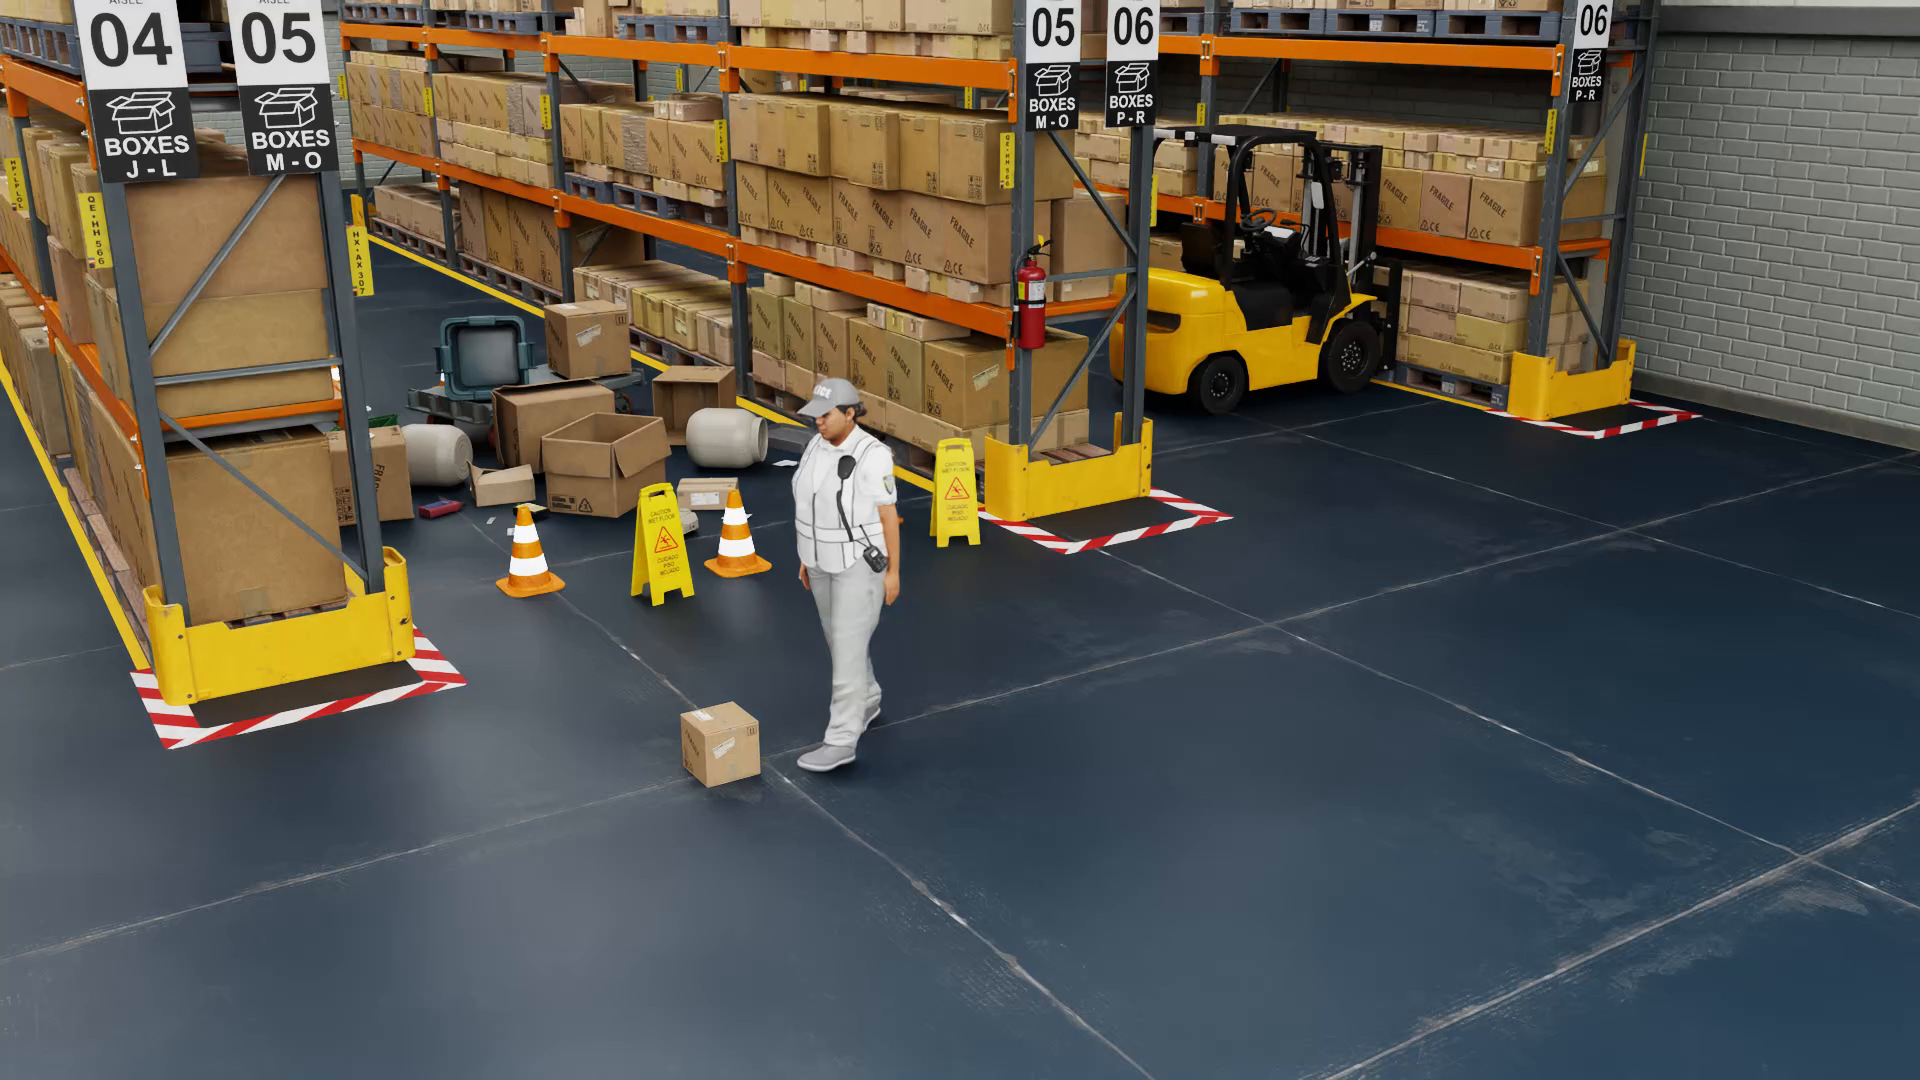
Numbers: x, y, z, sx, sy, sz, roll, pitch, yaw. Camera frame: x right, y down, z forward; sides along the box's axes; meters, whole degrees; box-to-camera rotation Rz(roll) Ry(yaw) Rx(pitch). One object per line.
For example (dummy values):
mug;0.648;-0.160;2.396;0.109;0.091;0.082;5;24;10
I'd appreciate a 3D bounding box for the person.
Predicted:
person;-0.561;0.125;7.164;0.493;1.650;0.704;15;23;38
